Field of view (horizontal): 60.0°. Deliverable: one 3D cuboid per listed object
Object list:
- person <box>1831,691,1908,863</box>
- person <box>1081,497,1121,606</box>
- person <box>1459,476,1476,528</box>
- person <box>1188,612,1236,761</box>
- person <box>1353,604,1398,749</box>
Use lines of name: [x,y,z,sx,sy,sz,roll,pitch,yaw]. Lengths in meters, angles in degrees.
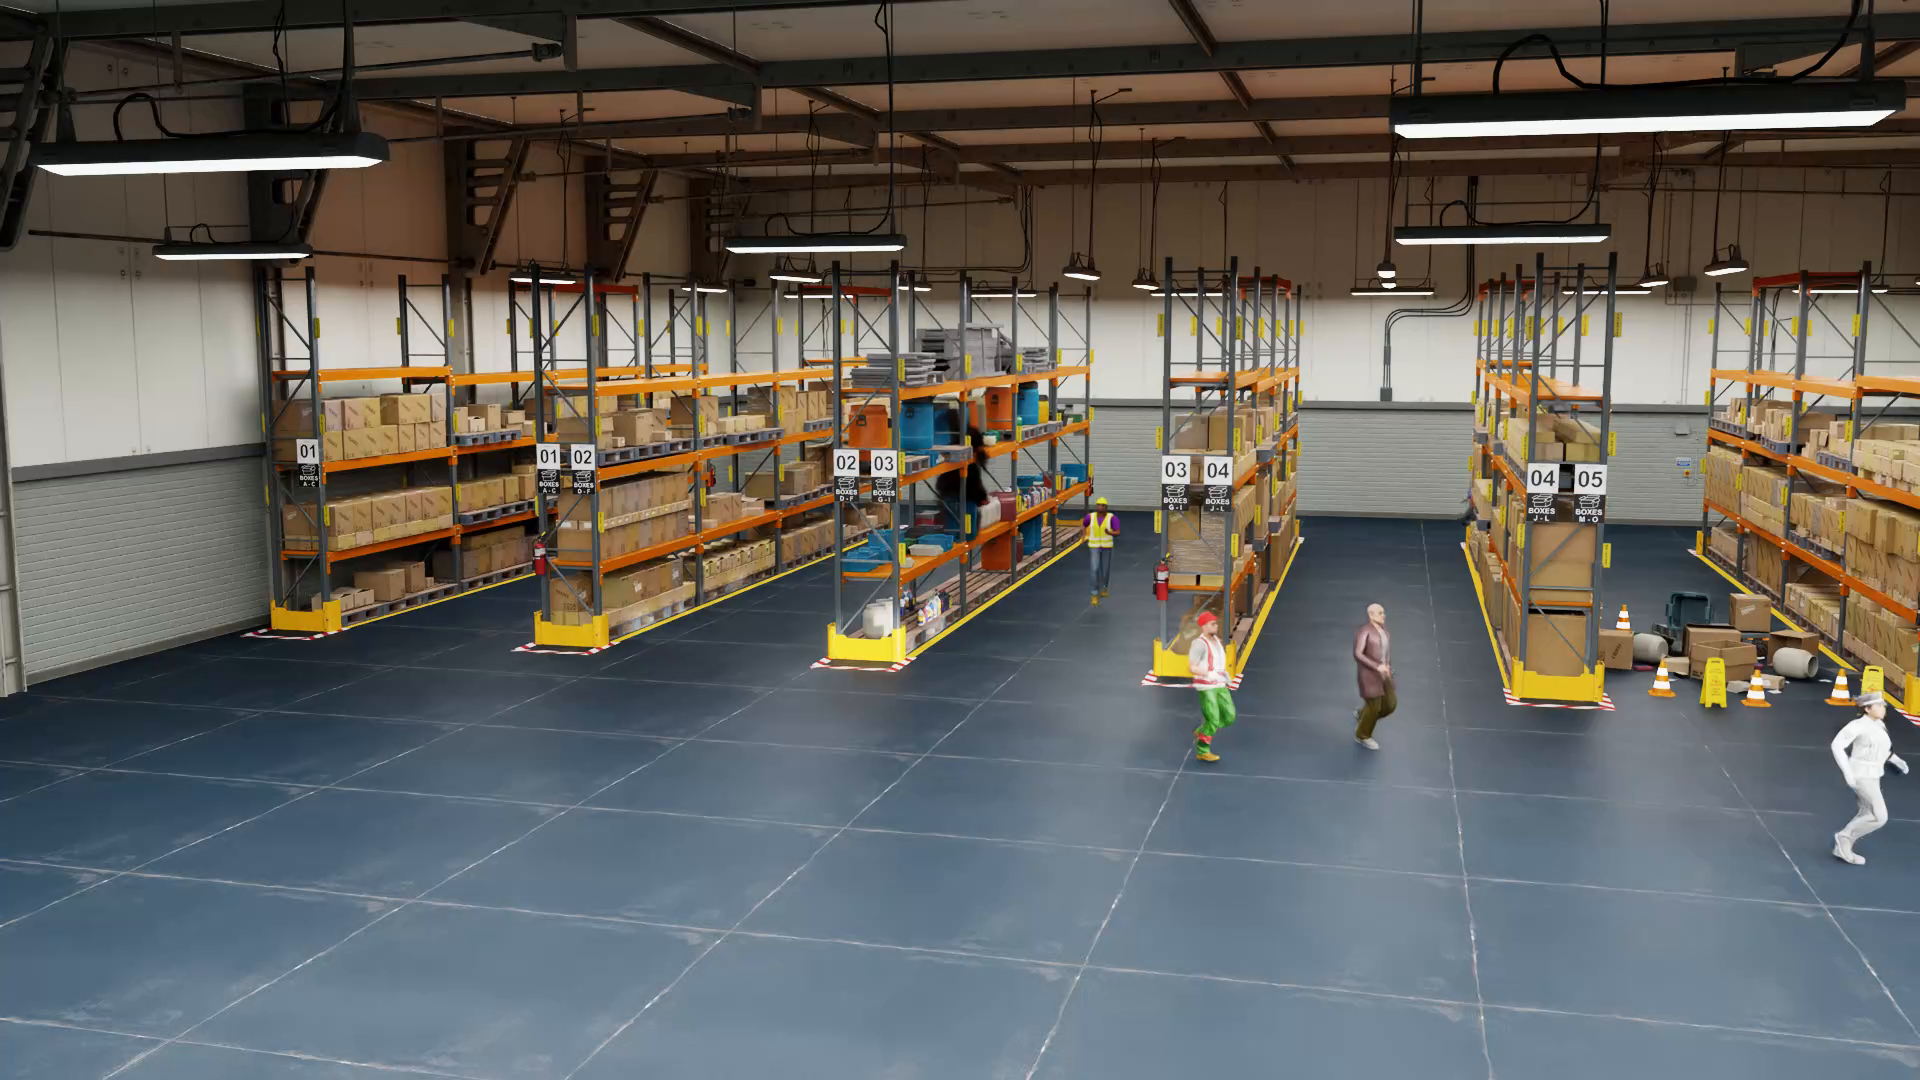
person: [8.503,2.217,15.513,0.623,1.662,0.552,-6,9,-39]
person: [2.443,0.174,28.843,0.677,1.846,0.762,1,7,5]
person: [12.148,-0.752,39.319,0.643,1.573,0.740,2,8,16]
person: [2.930,1.699,19.254,0.598,1.740,0.648,7,10,43]
person: [4.977,1.629,19.948,0.746,1.750,0.650,-6,10,-41]
